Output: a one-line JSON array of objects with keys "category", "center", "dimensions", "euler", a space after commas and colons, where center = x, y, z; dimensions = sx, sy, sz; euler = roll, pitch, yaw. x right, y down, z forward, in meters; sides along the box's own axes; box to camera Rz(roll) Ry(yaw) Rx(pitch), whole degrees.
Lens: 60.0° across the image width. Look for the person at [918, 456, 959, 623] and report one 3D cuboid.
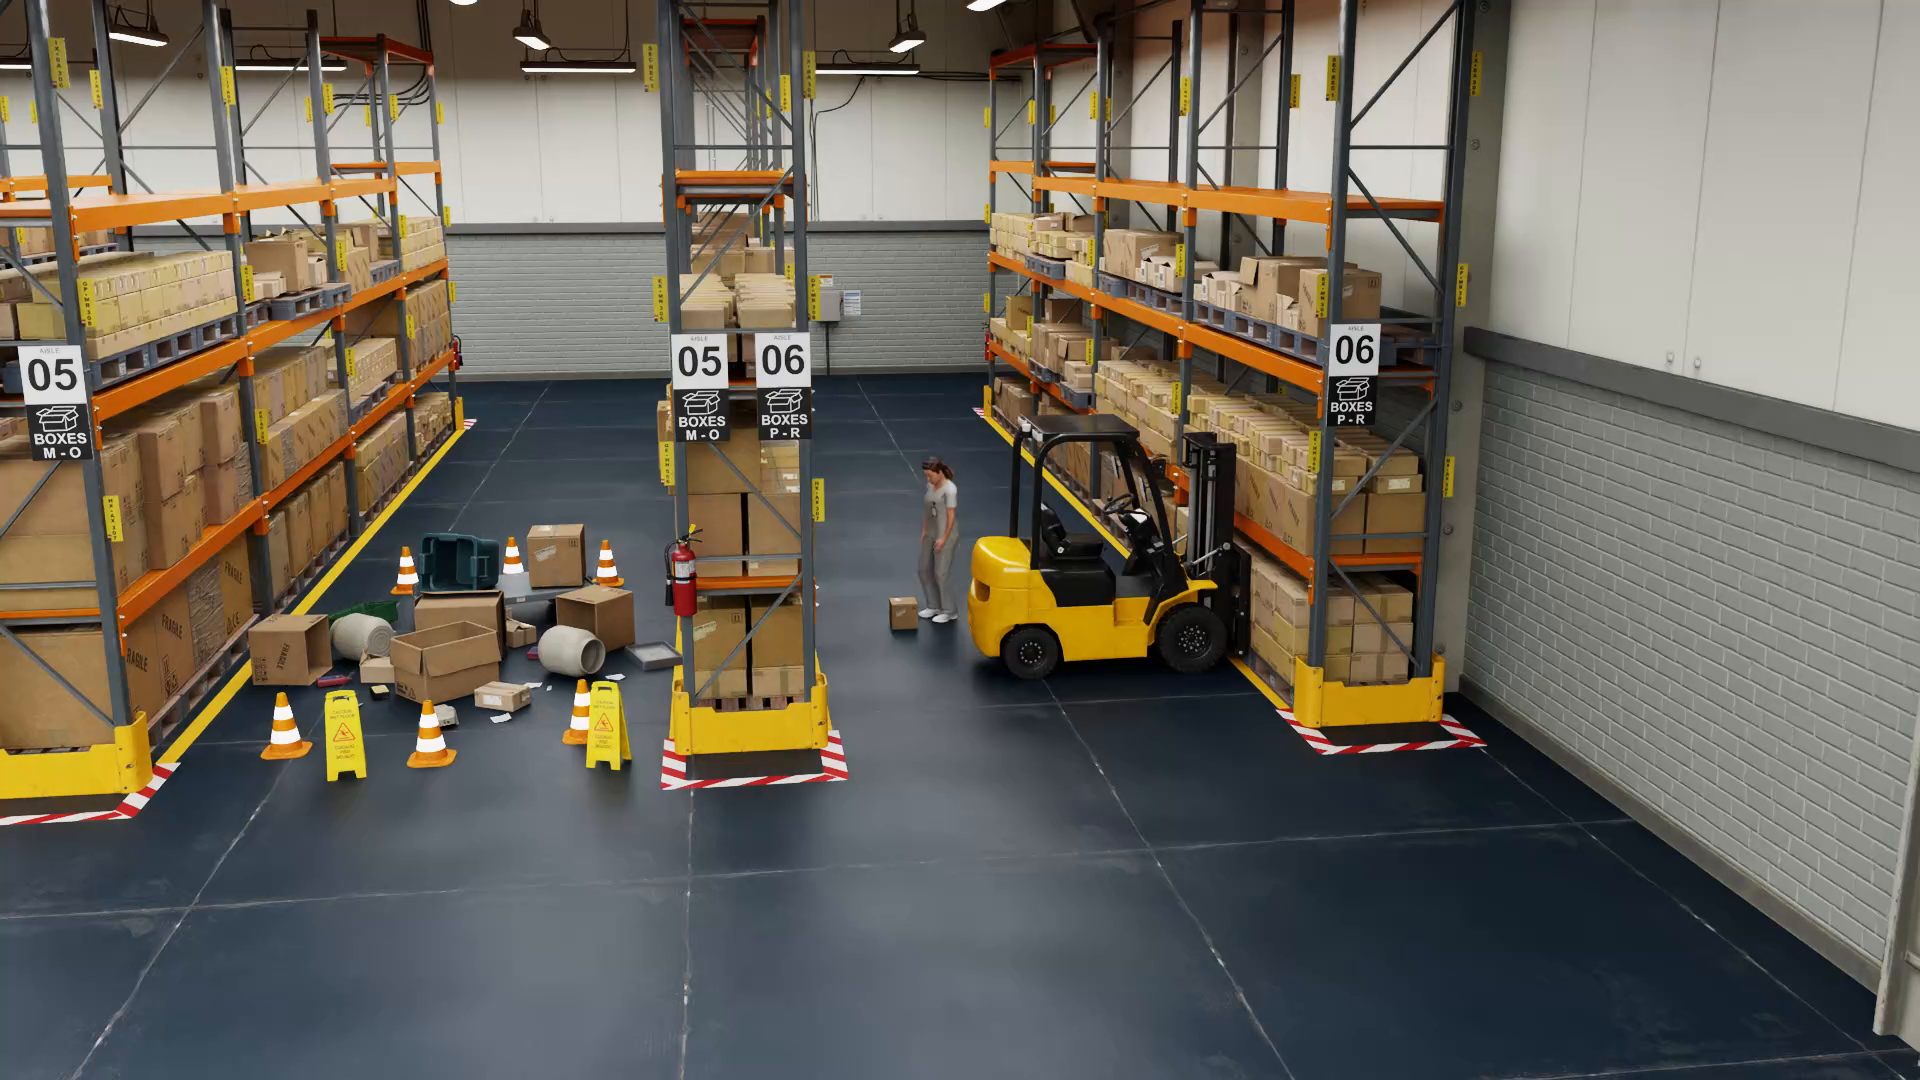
[{"category": "person", "center": [-0.199, -0.017, 16.166], "dimensions": [0.370, 1.637, 0.458], "euler": [-10, 16, -35]}]
